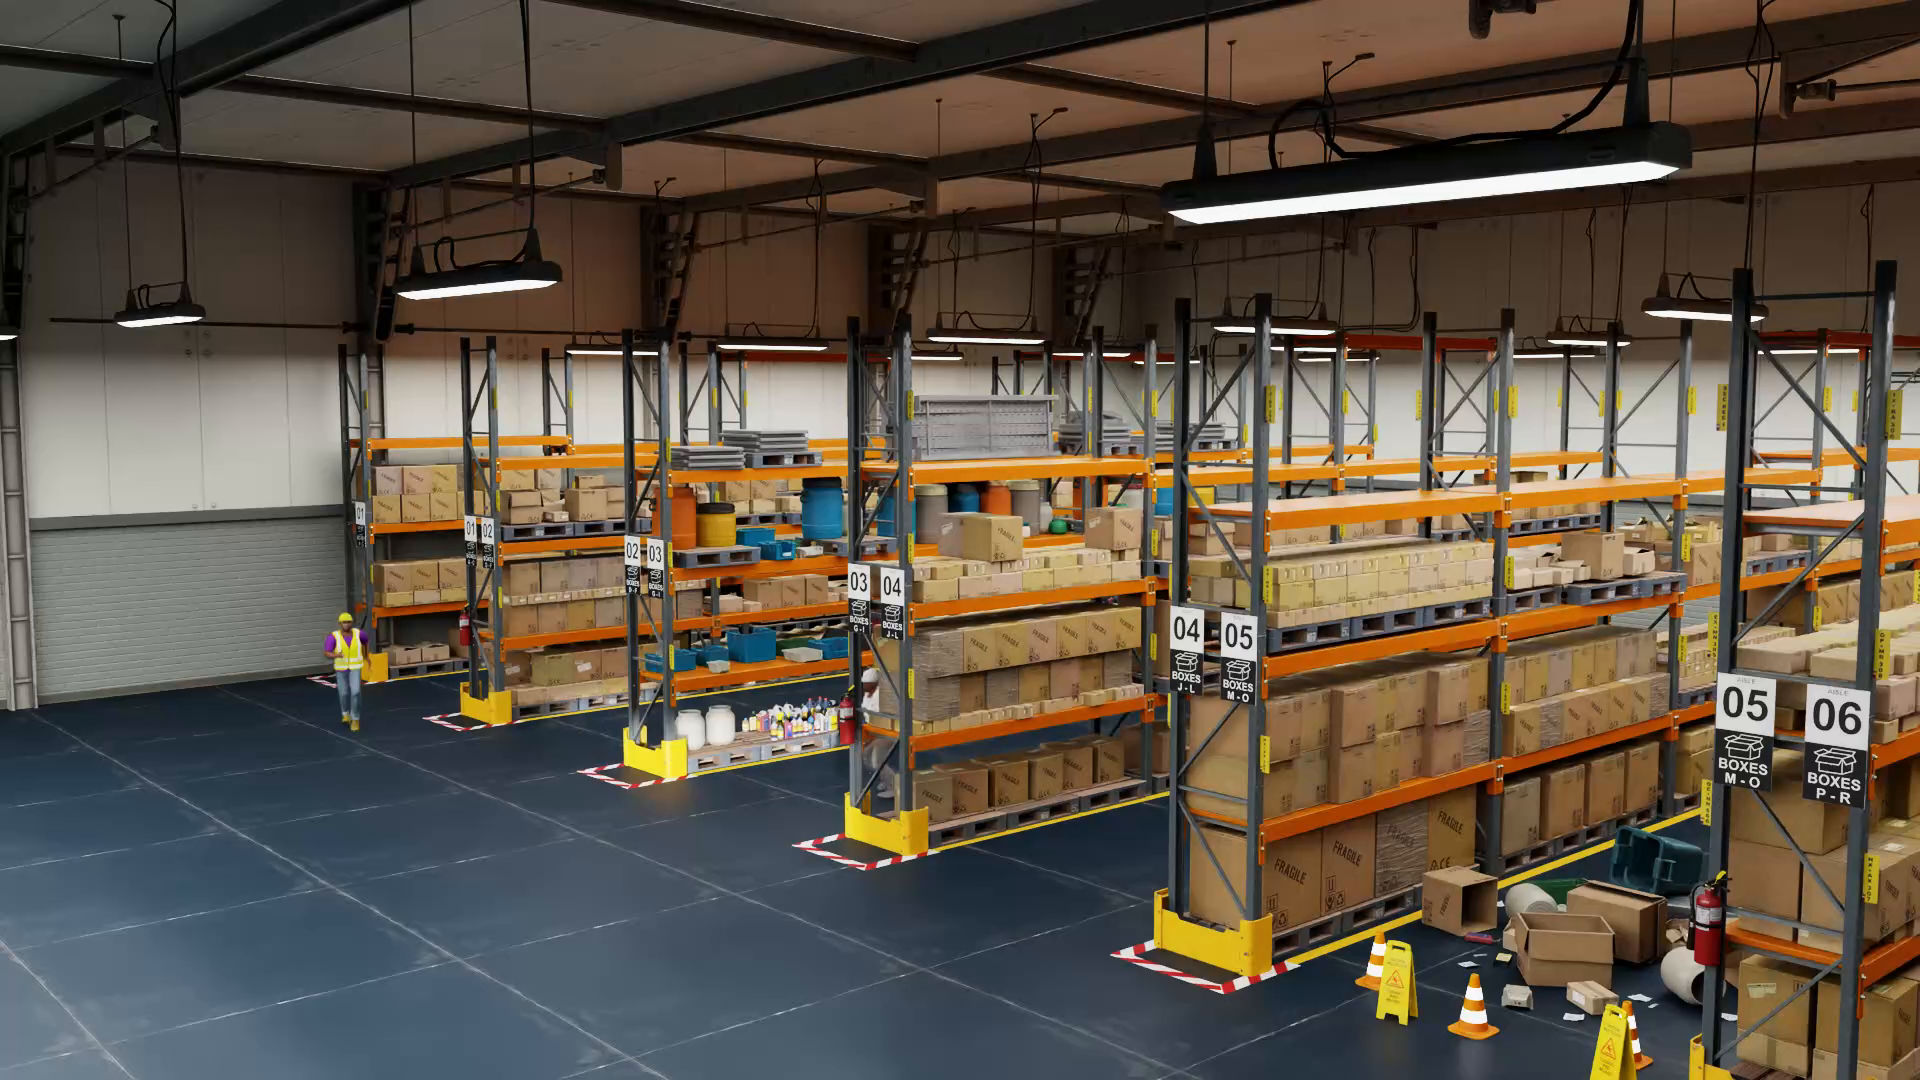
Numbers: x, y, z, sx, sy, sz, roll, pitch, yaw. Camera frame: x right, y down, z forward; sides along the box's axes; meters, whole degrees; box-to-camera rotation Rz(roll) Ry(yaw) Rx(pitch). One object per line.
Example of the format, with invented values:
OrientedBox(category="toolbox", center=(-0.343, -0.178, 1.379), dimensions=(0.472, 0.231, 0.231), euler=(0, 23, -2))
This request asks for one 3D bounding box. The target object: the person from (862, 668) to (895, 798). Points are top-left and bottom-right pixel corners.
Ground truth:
OrientedBox(category="person", center=(-1.045, 2.434, 20.953), dimensions=(0.675, 1.669, 0.675), euler=(-3, 6, -27))

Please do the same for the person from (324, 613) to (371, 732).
OrientedBox(category="person", center=(-9.352, 2.011, 25.411), dimensions=(0.654, 1.824, 0.855), euler=(-2, 5, -18))
